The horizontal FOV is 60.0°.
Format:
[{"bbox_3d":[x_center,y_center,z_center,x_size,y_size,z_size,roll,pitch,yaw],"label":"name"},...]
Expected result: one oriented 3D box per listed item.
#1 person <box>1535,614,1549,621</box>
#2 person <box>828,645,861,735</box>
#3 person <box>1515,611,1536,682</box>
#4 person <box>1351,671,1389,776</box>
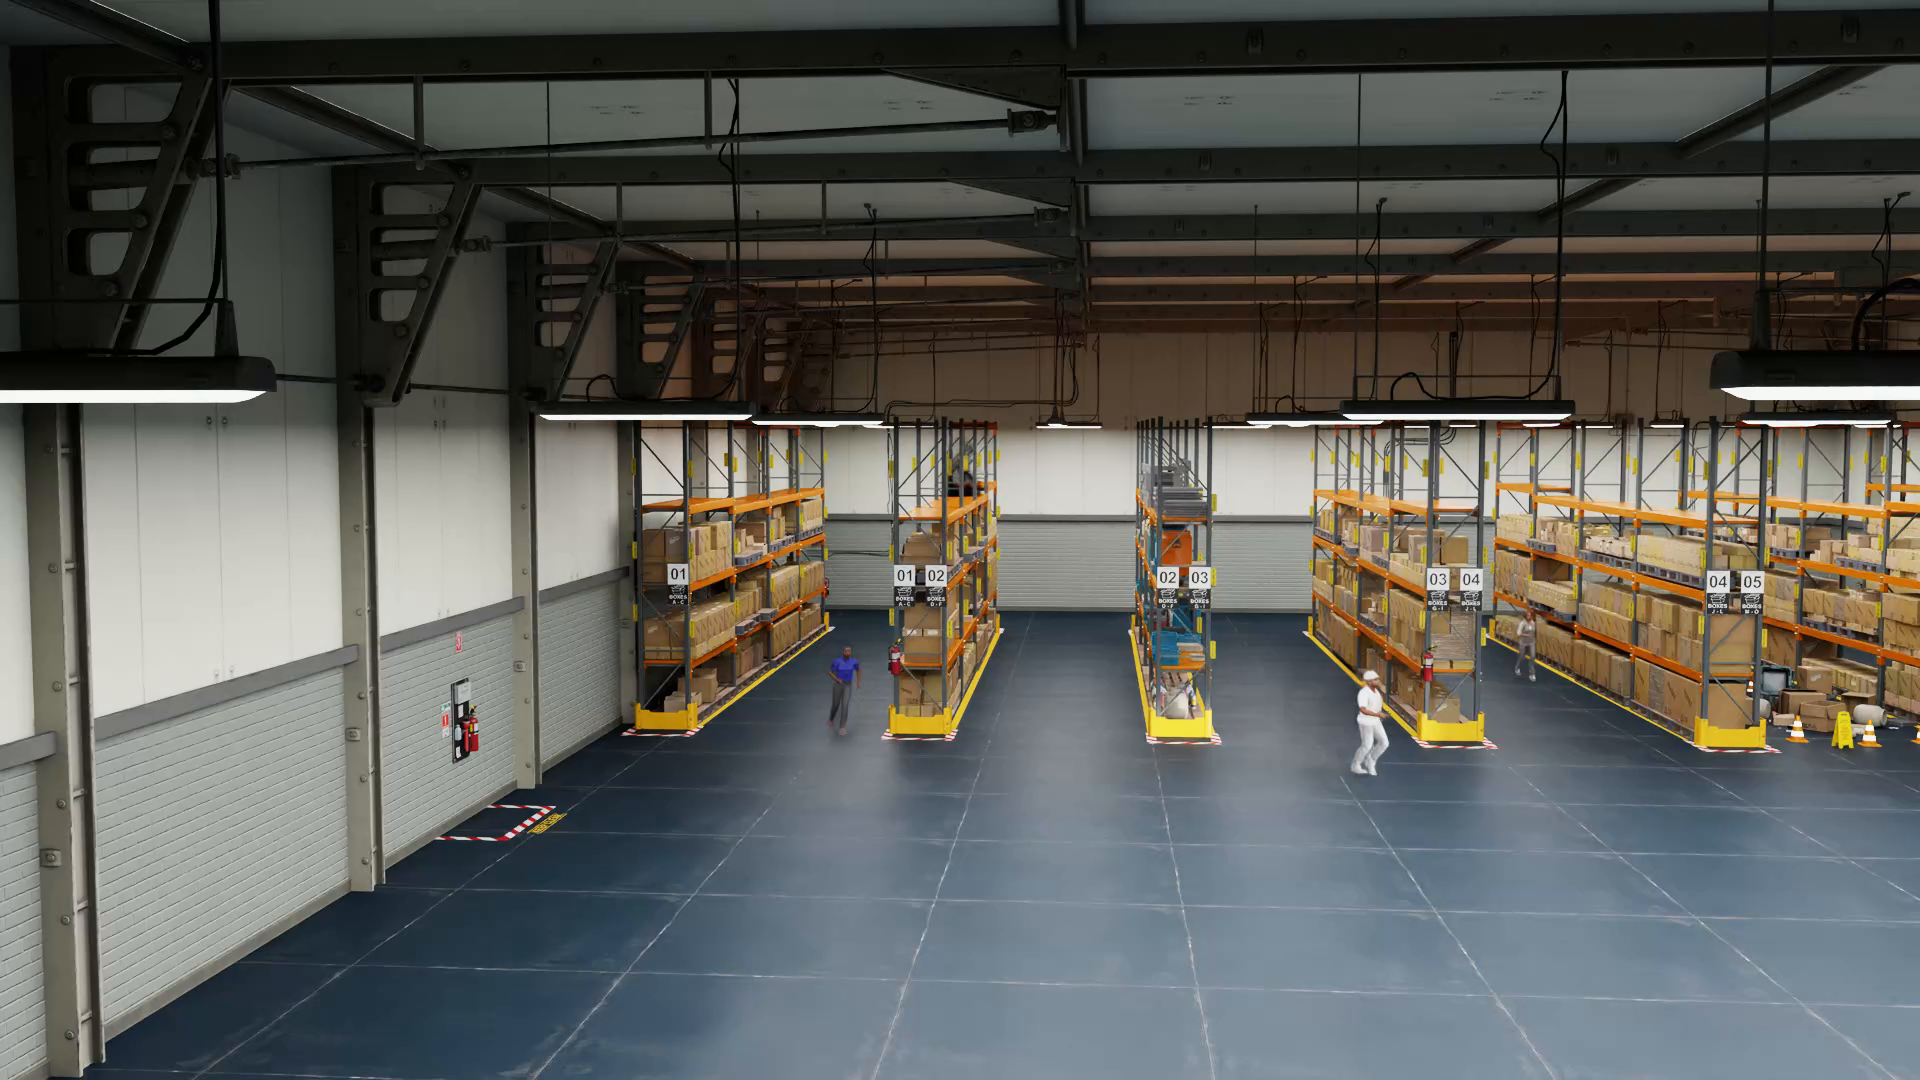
[{"bbox_3d":[16.444,1.777,47.304,0.712,1.764,0.687,0,4,-3],"label":"person"},{"bbox_3d":[-2.190,2.825,31.680,0.629,1.657,0.854,-1,4,-11],"label":"person"},{"bbox_3d":[13.027,2.414,38.268,0.505,1.603,0.863,0,4,-3],"label":"person"},{"bbox_3d":[6.837,3.057,27.586,0.695,1.789,0.724,3,5,41],"label":"person"}]
